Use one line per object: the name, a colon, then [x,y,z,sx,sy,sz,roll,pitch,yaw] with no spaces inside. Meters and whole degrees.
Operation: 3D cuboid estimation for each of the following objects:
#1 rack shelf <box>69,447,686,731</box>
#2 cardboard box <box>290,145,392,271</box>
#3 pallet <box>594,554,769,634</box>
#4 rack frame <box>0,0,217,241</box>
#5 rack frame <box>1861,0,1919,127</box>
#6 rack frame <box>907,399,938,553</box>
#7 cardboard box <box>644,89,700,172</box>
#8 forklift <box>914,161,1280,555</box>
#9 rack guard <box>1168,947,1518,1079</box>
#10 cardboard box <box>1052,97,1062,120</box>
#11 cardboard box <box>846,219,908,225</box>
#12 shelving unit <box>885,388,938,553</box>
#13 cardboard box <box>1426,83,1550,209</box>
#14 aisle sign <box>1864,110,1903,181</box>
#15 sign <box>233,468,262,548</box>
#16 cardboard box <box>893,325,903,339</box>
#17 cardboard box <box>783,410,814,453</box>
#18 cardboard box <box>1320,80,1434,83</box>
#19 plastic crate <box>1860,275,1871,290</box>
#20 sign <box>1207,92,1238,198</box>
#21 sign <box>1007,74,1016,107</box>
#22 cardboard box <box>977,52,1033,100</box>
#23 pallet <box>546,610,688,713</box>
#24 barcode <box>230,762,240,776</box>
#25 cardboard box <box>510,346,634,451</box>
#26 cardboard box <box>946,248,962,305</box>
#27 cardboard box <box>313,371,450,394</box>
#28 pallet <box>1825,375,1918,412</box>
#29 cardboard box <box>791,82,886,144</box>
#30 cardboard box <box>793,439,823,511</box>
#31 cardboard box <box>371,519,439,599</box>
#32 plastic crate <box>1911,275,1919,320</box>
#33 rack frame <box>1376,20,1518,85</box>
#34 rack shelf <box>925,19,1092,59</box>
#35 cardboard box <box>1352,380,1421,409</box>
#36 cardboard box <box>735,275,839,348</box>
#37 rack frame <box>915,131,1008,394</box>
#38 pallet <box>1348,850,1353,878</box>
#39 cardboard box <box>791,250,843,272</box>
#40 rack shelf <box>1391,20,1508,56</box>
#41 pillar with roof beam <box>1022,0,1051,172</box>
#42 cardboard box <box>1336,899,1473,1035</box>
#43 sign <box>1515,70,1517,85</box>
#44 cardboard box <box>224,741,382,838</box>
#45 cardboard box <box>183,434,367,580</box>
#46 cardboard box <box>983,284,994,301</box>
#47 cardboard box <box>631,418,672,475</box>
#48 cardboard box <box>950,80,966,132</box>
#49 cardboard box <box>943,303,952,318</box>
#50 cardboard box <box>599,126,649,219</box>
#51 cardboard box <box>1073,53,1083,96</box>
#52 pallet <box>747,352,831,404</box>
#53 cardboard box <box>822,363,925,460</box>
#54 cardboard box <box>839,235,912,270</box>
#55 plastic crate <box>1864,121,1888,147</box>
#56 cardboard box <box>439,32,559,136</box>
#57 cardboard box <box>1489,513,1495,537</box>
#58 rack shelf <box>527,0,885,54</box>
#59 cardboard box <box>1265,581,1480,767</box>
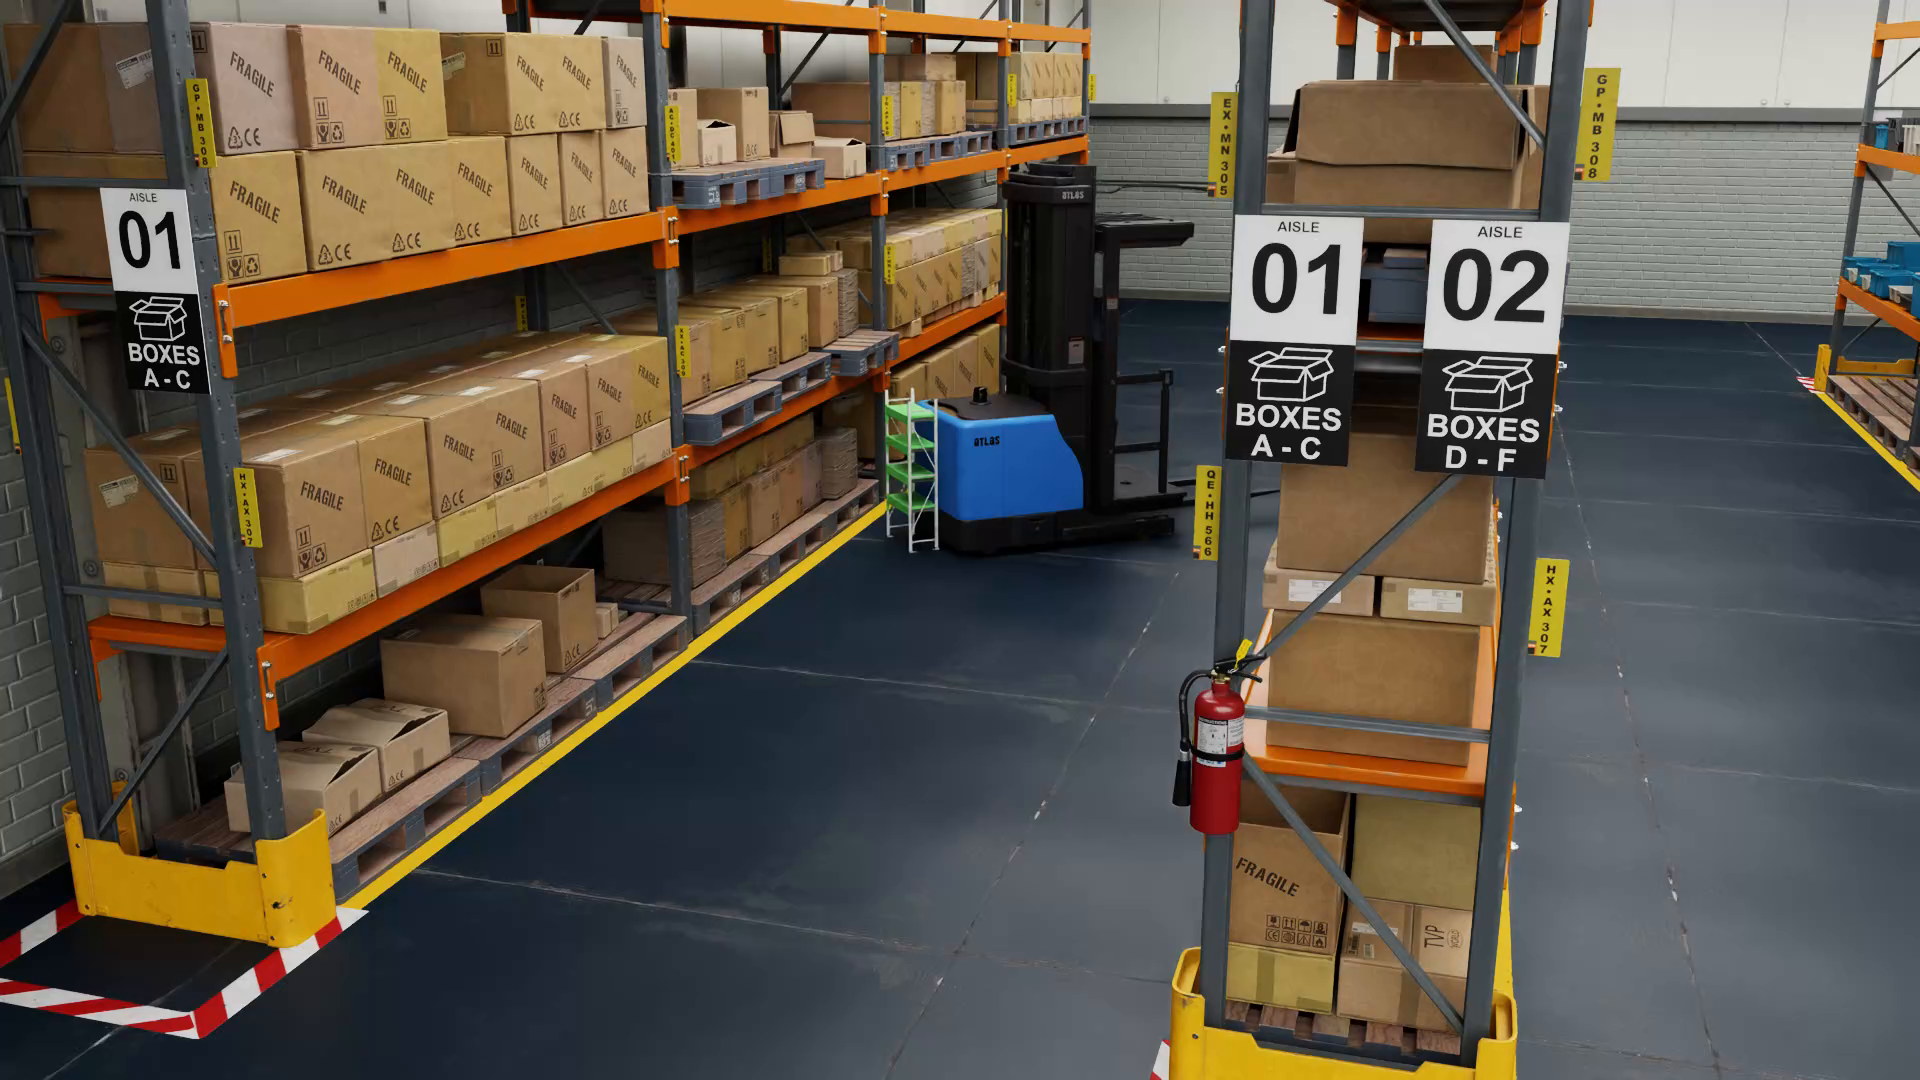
rack shelf: [-2.826,0.067,8.913,1.077,0.370,4.000,5,16,16]
cardboard box: [-2.873,-1.462,7.270,0.500,0.500,0.500,6,17,20]
pallet: [-2.038,0.336,11.759,1.003,0.211,1.213,5,16,16]
rack frame: [-3.395,-2.642,6.152,1.000,3.000,0.127,5,16,16]
rack frame: [10.651,-6.059,18.201,1.000,3.000,0.127,5,16,16]
rack frame: [-0.286,-0.490,12.859,0.240,1.200,0.015,-7,17,-22]
cardboard box: [-2.026,-2.632,10.662,0.500,0.500,0.500,7,17,24]
forklift: [1.185,-1.538,13.382,3.031,2.935,1.130,-7,17,-22]
rack guard: [1.349,1.837,5.938,1.175,0.500,0.348,5,16,16]
cardboard box: [0.909,-5.078,19.559,0.500,0.250,0.500,4,16,14]
cardboard box: [-0.797,-2.951,16.098,0.500,0.250,0.500,4,16,15]
shelving unit: [-0.382,-0.552,13.075,0.258,1.200,0.503,-7,17,-22]
cardboard box: [2.090,-1.546,6.577,0.500,0.500,0.500,5,16,16]
aisle sign: [10.387,-4.466,18.813,0.394,0.787,0.004,5,16,16]
sign: [-2.874,-0.130,6.704,0.100,0.325,0.005,5,16,16]
cardboard box: [-0.725,-1.871,14.851,0.380,0.149,0.250,5,17,17]
cardboard box: [-1.498,-0.882,13.341,0.500,0.250,0.500,5,17,17]
cardboard box: [2.097,-2.068,8.417,0.500,0.500,0.500,6,17,20]
plastic crate: [9.902,-2.781,18.011,0.250,0.136,0.298,5,16,16]
sign: [0.840,-1.249,5.261,0.100,0.325,0.005,5,16,16]
sign: [0.539,-4.699,17.377,0.100,0.325,0.005,5,16,16]
cardboard box: [0.487,-5.042,18.058,0.500,0.500,0.500,4,16,15]
pallet: [-2.415,0.718,10.411,1.003,0.211,1.213,5,16,16]
barcode: [-3.490,1.112,8.016,0.001,0.075,0.075,5,16,16]
cardboard box: [-2.232,-0.822,9.593,0.500,0.500,0.500,5,16,16]
cardboard box: [-0.297,-2.559,16.091,0.500,0.500,0.500,5,17,17]
cardboard box: [-3.026,-0.592,8.783,0.500,0.500,0.500,5,17,17]
pallet: [10.379,-1.619,18.650,1.003,0.211,1.213,5,16,16]
cardboard box: [-1.041,-3.680,14.321,0.700,0.500,0.500,3,16,12]
cardboard box: [-1.534,-0.539,13.509,0.700,0.500,0.500,5,16,16]
cardboard box: [-2.818,0.067,7.834,0.500,0.250,0.500,4,16,14]
plastic crate: [9.320,-2.296,15.848,0.392,0.384,0.575,5,16,16]
rack frame: [3.629,-4.351,12.180,1.000,3.000,0.127,5,16,16]
rack shelf: [0.584,-5.766,19.218,1.077,0.370,4.000,5,16,16]
cardboard box: [1.660,-0.318,6.391,0.700,0.500,0.500,4,16,14]
cardboard box: [-1.378,-1.836,13.317,0.700,0.500,0.500,3,16,11]
rack frame: [0.016,-2.895,18.039,1.000,3.000,0.127,5,16,16]
pallet: [1.882,1.448,7.838,1.003,0.211,1.213,5,16,16]
cardboard box: [-1.190,-2.328,13.861,0.380,0.149,0.250,2,16,9]
rack shelf: [4.198,-4.336,14.177,1.077,0.370,4.000,5,16,16]
pillar with roof beam: [5.218,-7.267,22.460,9.100,9.000,0.400,5,16,16]
cardboard box: [1.722,1.625,6.371,0.500,0.250,0.500,5,16,16]
sign: [5.299,-4.351,16.006,0.100,0.325,0.005,5,16,16]
cardboard box: [-3.112,1.152,7.891,0.500,0.311,0.500,3,16,10]
cardboard box: [-2.971,-0.155,7.244,0.500,0.500,0.500,5,16,16]
cardboard box: [0.142,-2.605,17.442,0.380,0.149,0.250,5,17,17]
cardboard box: [-2.102,-0.592,10.158,0.500,0.250,0.500,5,16,16]
cardboard box: [-0.340,-4.376,16.774,0.700,0.500,0.500,4,16,13]
cardboard box: [-0.299,-2.276,16.280,0.380,0.149,0.250,5,17,18]
cardboard box: [-2.165,-2.151,9.698,0.500,0.500,0.500,5,17,17]
cardboard box: [1.206,-5.711,20.417,0.500,0.500,0.500,5,16,16]
pallet: [-1.644,-1.235,12.539,1.003,0.211,1.213,5,16,16]
cardboard box: [-0.786,-1.199,15.228,0.750,0.750,0.750,4,16,15]
cardboard box: [-0.737,-2.516,14.565,0.500,0.250,0.500,5,17,17]
plastic crate: [10.274,-4.474,18.349,0.497,0.269,0.590,5,16,16]
cardboard box: [-2.424,-2.350,8.569,0.500,0.500,0.500,4,16,14]
cardboard box: [1.892,-0.019,6.526,0.380,0.149,0.250,4,16,15]
rack shelf: [-1.689,-3.673,11.839,1.077,0.370,4.000,5,16,16]
cardboard box: [1.501,0.458,6.033,0.700,0.500,0.500,5,16,16]
